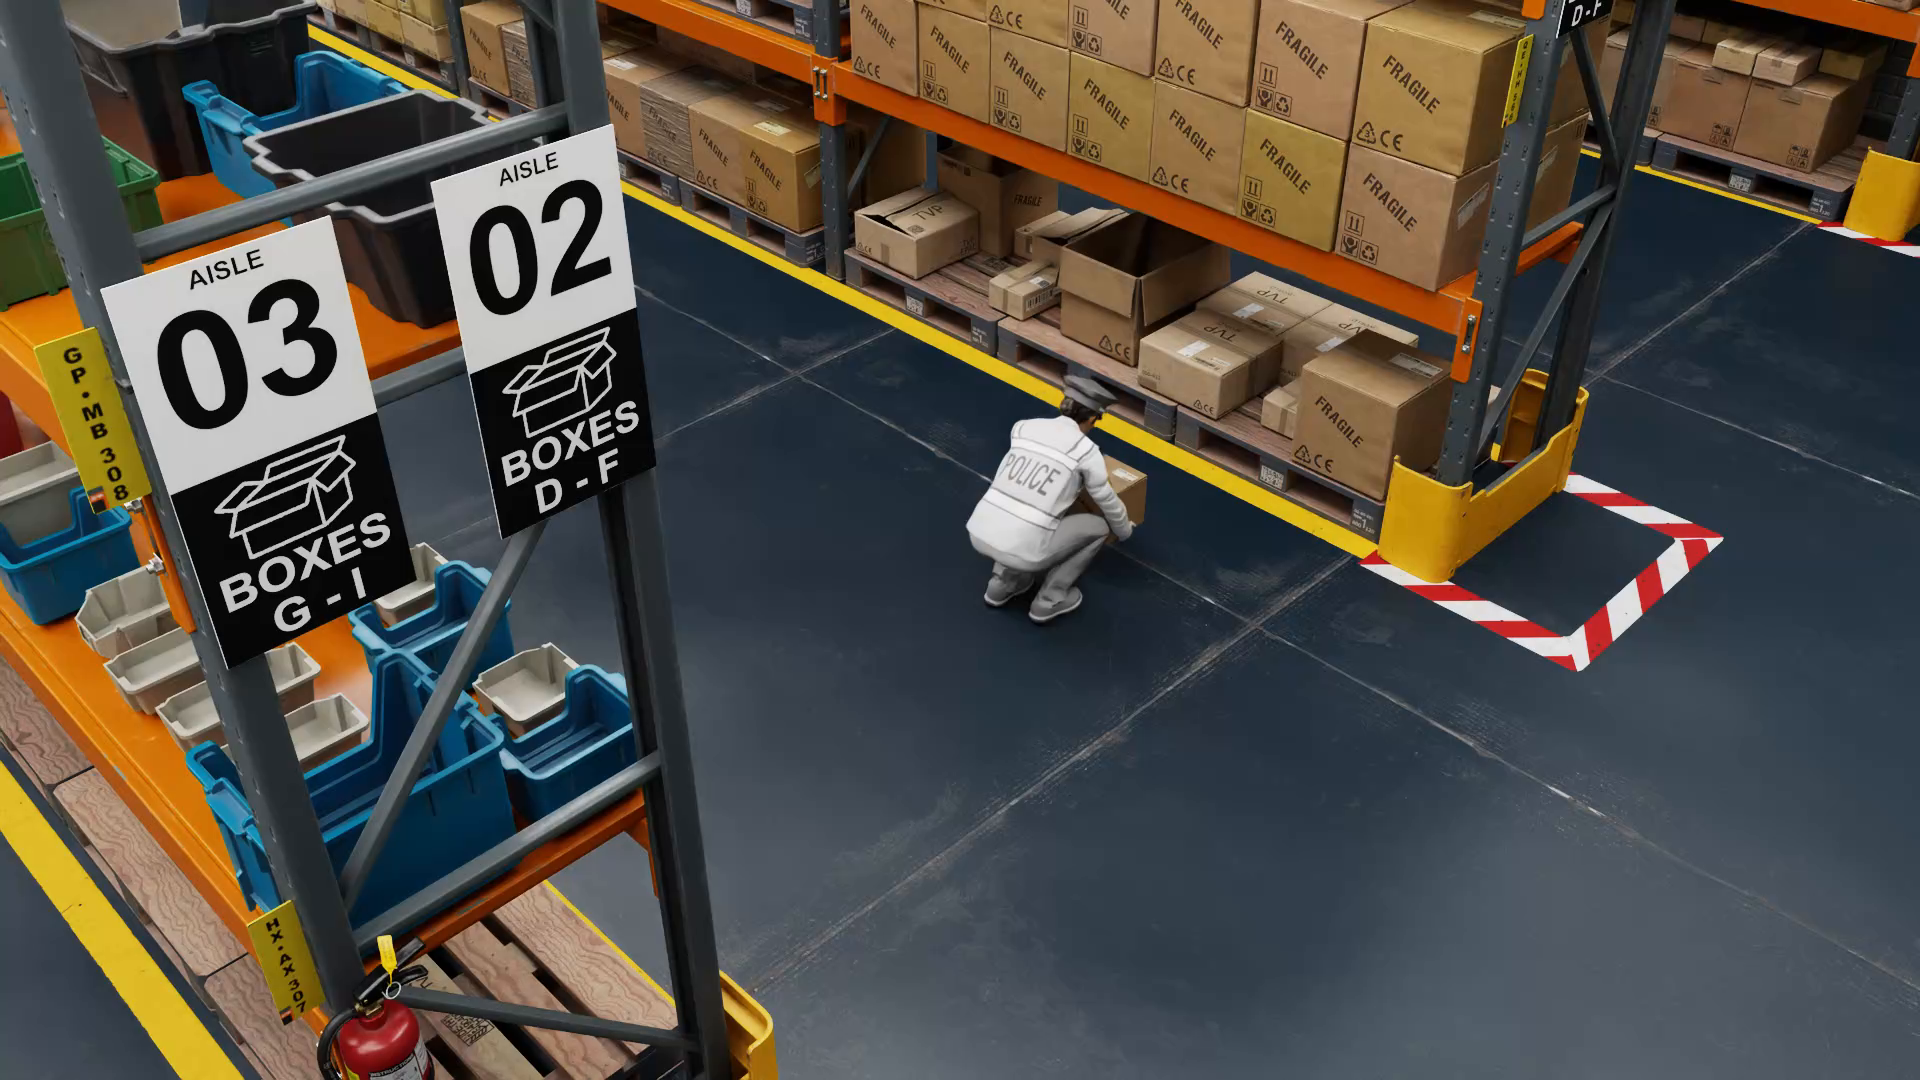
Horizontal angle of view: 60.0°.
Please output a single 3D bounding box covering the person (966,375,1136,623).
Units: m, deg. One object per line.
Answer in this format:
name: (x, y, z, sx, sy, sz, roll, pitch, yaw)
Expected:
person: (0.379, -0.166, 6.986, 0.496, 0.964, 0.823, 30, 45, 35)
